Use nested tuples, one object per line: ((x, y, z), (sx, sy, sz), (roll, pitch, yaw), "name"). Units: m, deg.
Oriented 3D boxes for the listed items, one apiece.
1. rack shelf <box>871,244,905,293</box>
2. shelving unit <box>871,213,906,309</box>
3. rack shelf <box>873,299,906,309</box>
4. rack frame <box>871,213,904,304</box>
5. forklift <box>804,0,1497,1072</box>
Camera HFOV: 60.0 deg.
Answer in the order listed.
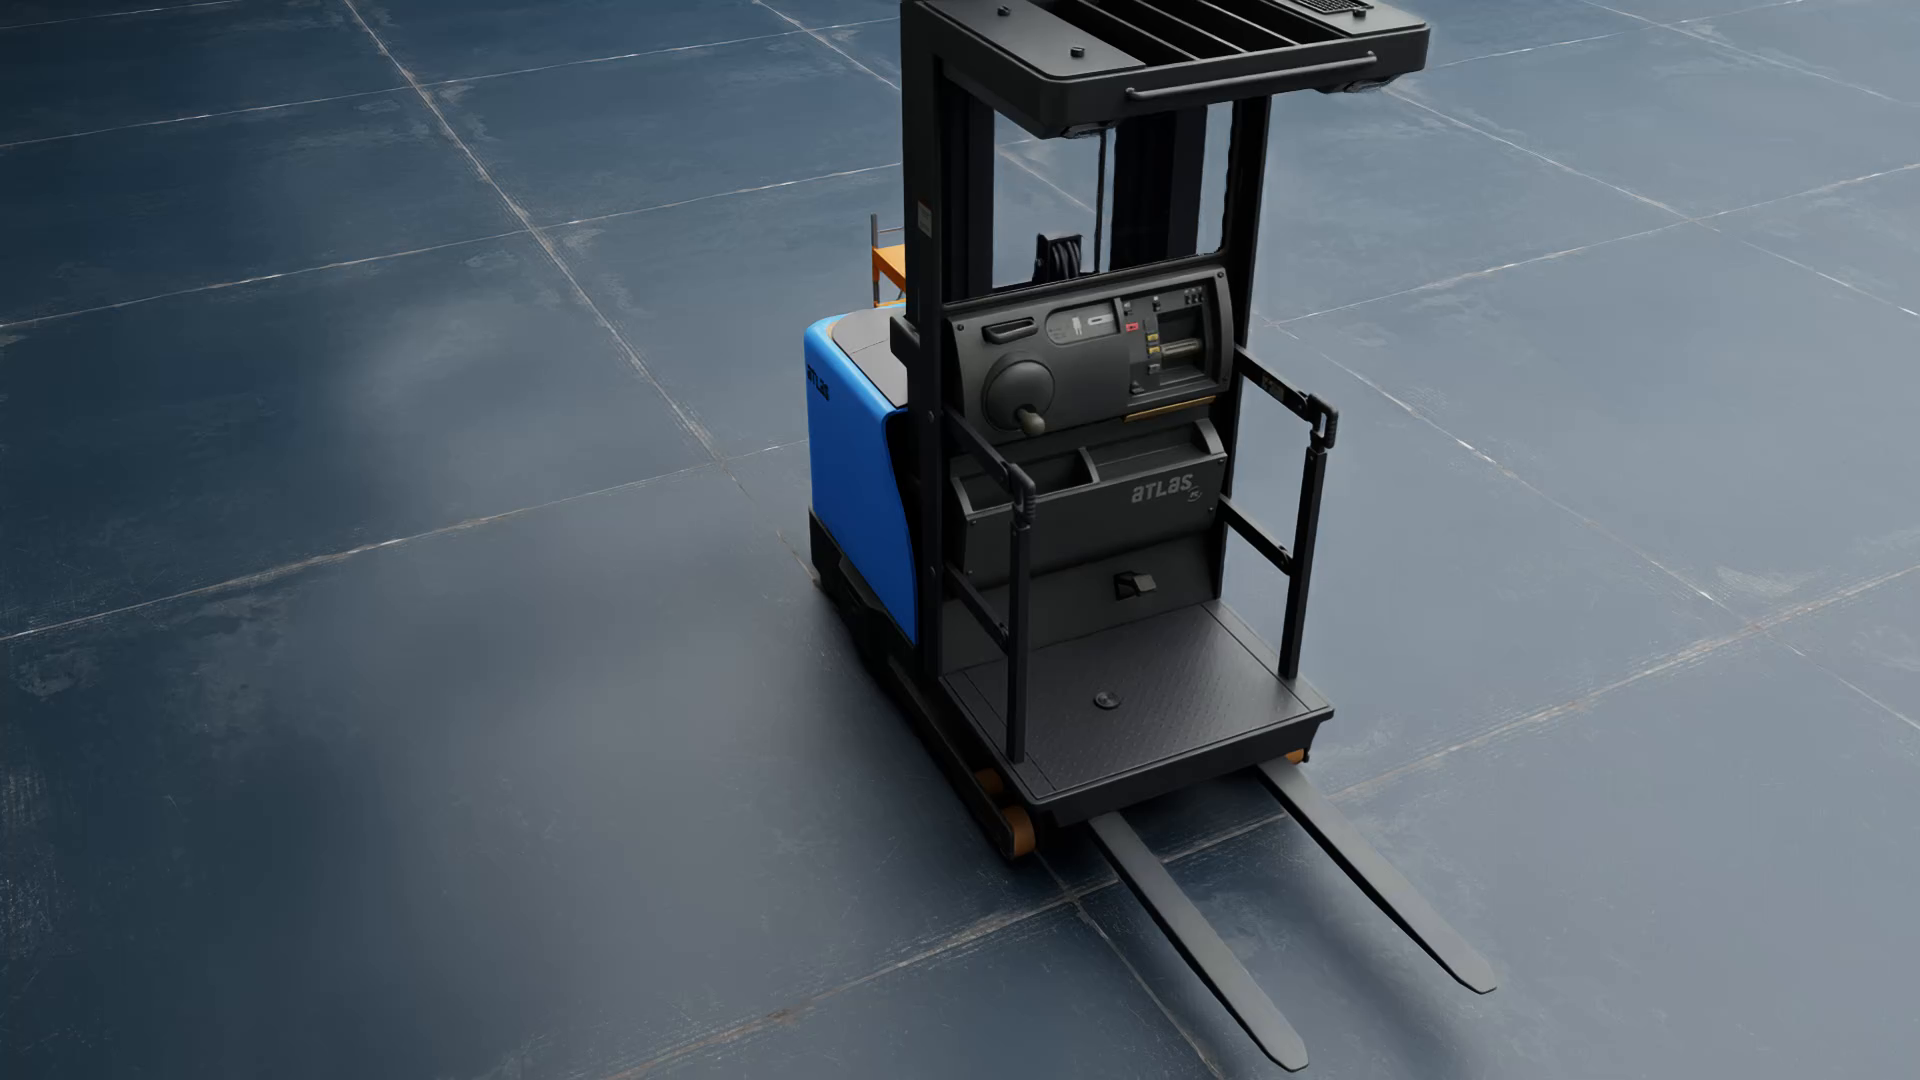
((-0.135, -1.011, 6.488), (0.258, 0.148, 0.480), (-14, 35, -21), "rack shelf")
((-0.135, -0.681, 6.700), (0.258, 1.200, 0.503), (-14, 35, -21), "shelving unit")
((-0.135, -0.812, 6.616), (0.258, 0.148, 0.480), (-14, 35, -21), "rack shelf")
((-0.238, -0.800, 6.886), (0.240, 1.200, 0.015), (-14, 35, -21), "rack frame")
((0.502, -0.510, 4.829), (1.130, 2.935, 3.031), (-14, 35, -21), "forklift")
